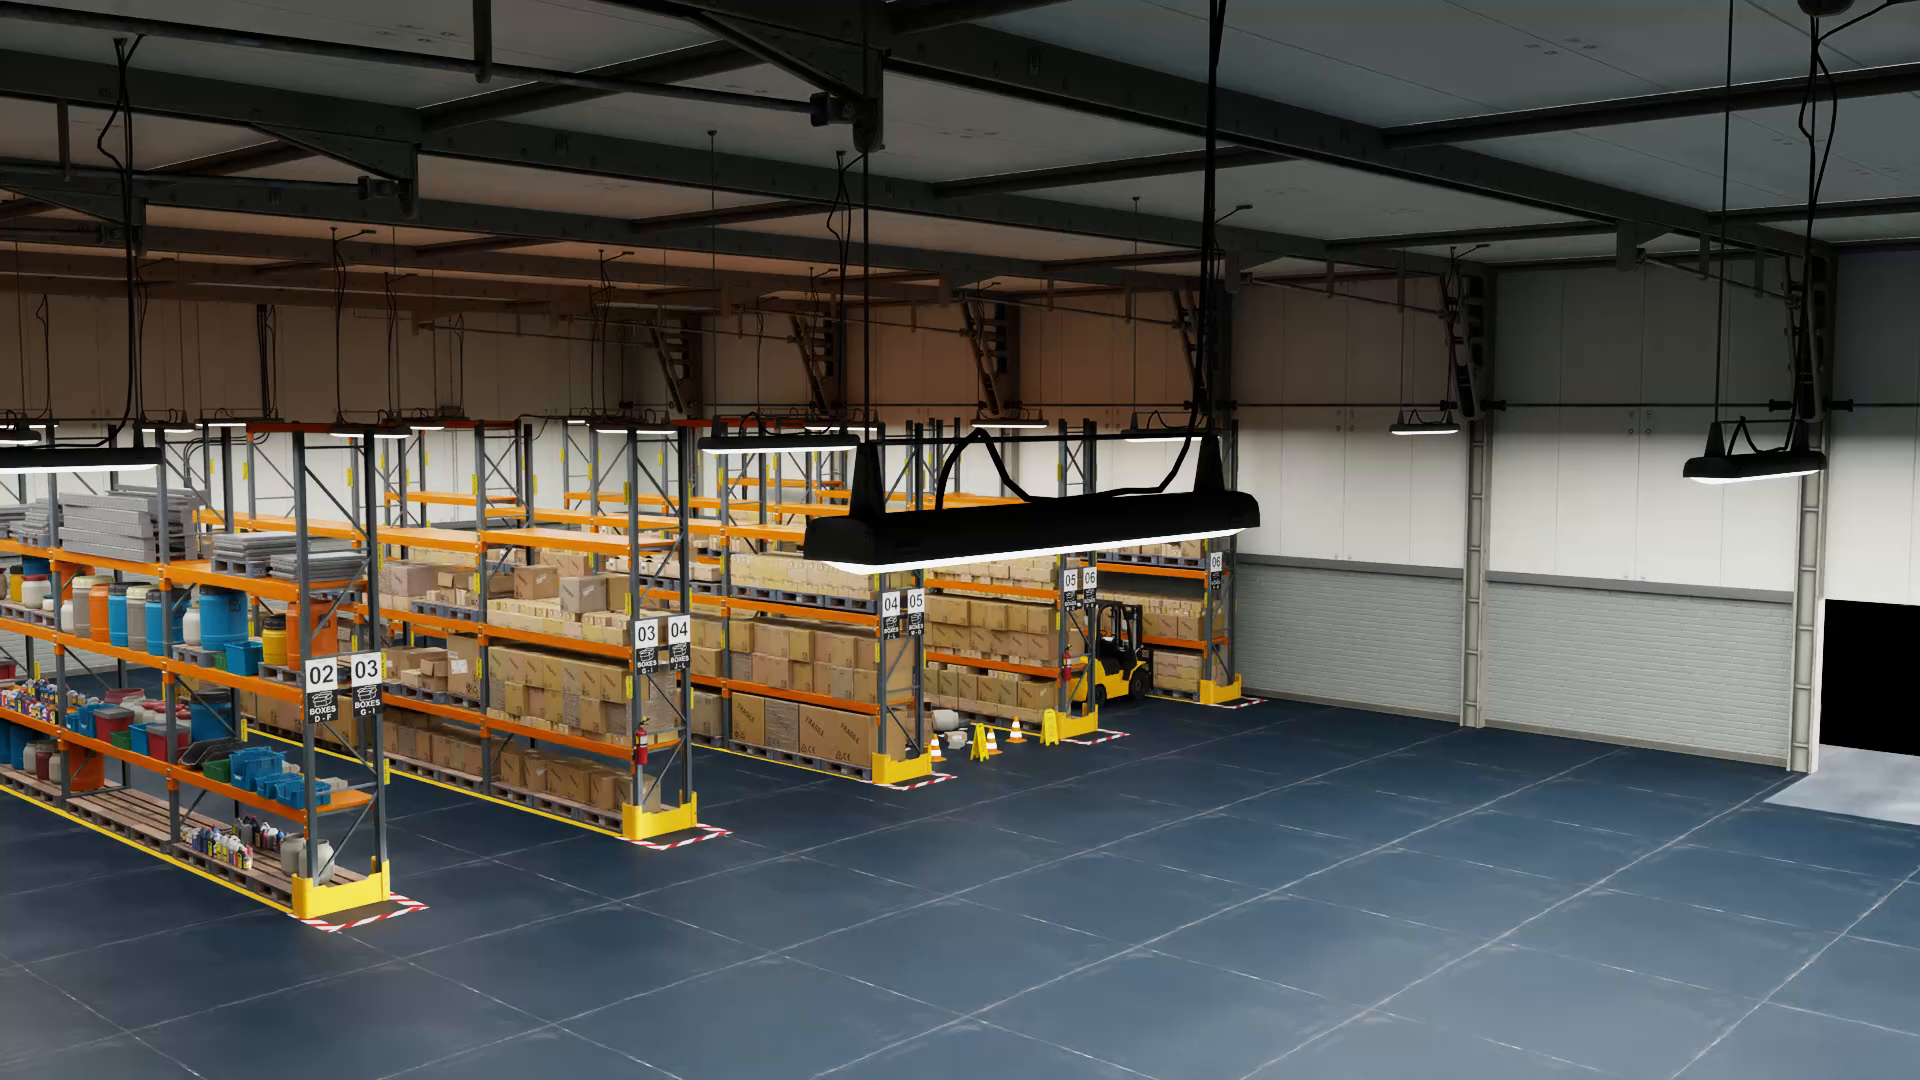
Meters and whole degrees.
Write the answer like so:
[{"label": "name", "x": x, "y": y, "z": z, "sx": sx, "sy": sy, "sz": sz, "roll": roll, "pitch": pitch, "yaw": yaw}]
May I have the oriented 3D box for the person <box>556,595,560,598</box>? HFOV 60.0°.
[{"label": "person", "x": -9.749, "y": 2.226, "z": 40.220, "sx": 0.597, "sy": 1.812, "sz": 0.411, "roll": 1, "pitch": 5, "yaw": 6}]
